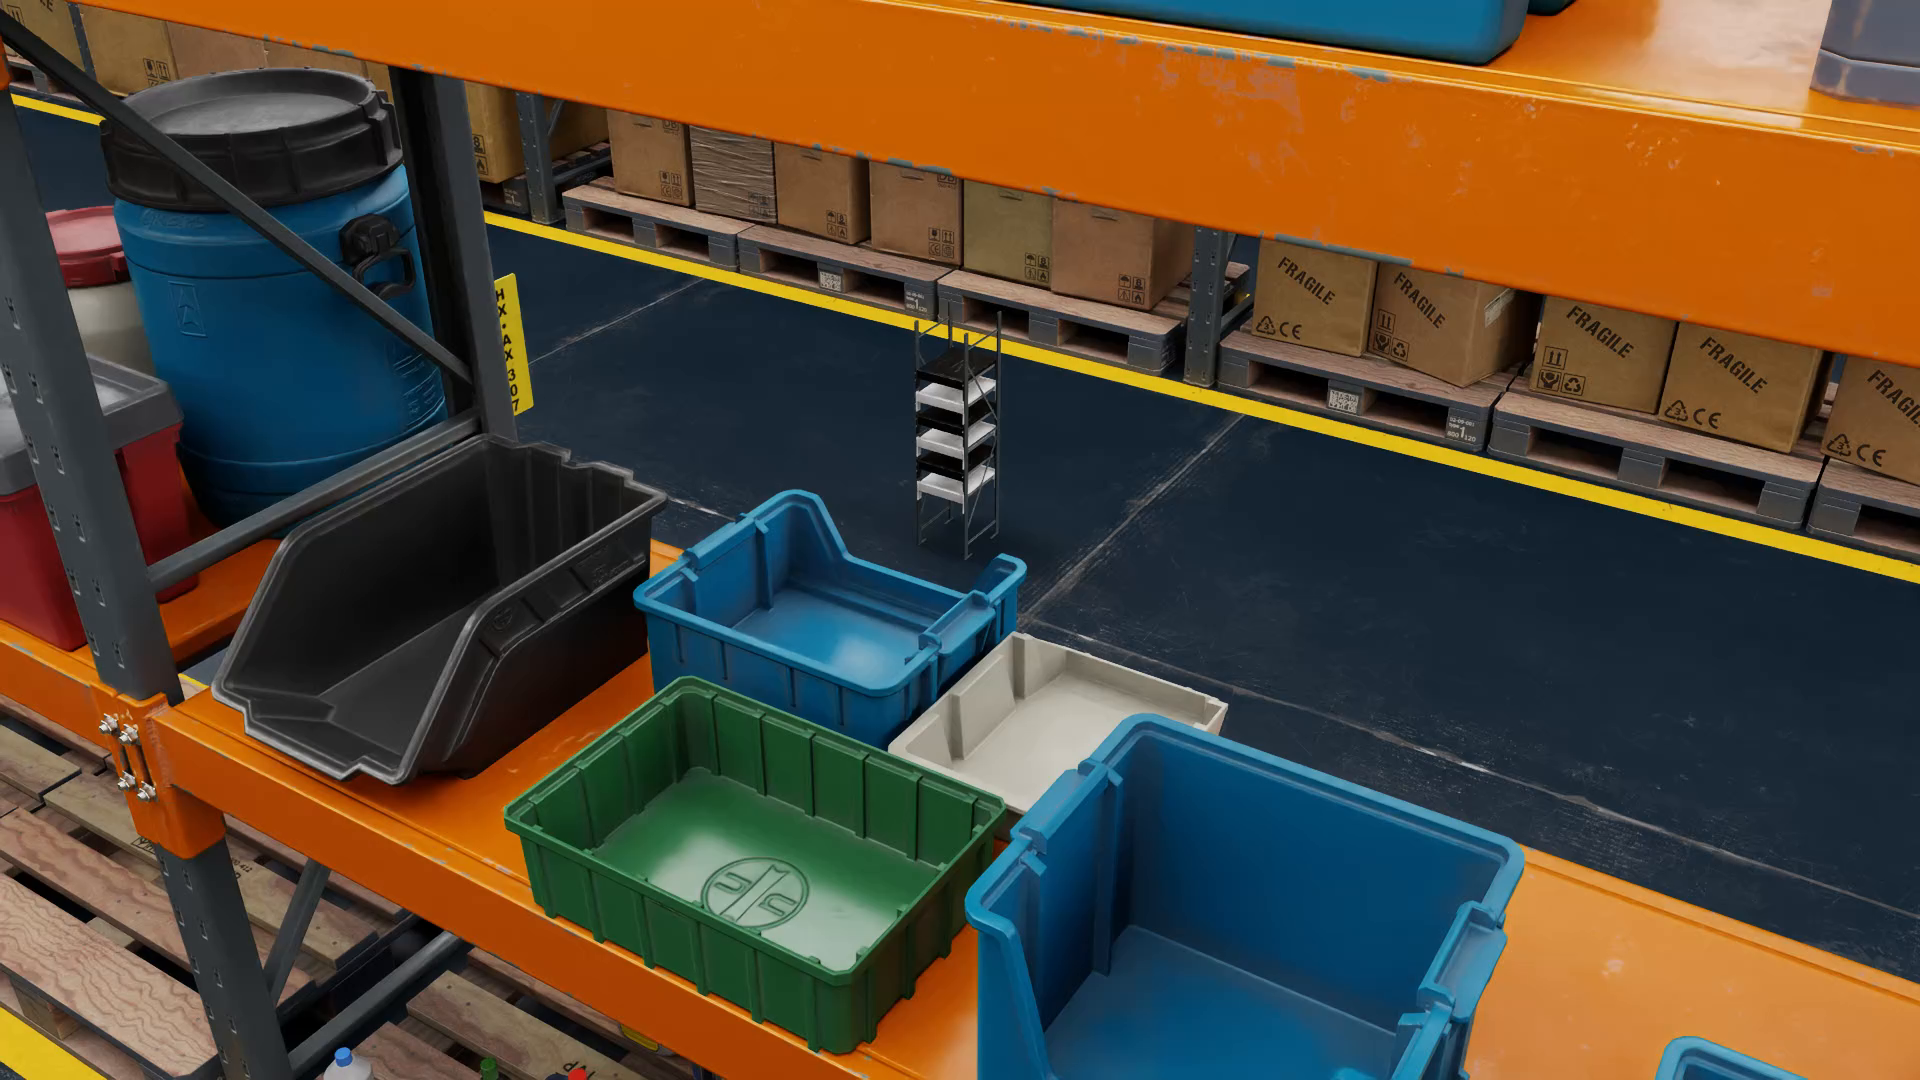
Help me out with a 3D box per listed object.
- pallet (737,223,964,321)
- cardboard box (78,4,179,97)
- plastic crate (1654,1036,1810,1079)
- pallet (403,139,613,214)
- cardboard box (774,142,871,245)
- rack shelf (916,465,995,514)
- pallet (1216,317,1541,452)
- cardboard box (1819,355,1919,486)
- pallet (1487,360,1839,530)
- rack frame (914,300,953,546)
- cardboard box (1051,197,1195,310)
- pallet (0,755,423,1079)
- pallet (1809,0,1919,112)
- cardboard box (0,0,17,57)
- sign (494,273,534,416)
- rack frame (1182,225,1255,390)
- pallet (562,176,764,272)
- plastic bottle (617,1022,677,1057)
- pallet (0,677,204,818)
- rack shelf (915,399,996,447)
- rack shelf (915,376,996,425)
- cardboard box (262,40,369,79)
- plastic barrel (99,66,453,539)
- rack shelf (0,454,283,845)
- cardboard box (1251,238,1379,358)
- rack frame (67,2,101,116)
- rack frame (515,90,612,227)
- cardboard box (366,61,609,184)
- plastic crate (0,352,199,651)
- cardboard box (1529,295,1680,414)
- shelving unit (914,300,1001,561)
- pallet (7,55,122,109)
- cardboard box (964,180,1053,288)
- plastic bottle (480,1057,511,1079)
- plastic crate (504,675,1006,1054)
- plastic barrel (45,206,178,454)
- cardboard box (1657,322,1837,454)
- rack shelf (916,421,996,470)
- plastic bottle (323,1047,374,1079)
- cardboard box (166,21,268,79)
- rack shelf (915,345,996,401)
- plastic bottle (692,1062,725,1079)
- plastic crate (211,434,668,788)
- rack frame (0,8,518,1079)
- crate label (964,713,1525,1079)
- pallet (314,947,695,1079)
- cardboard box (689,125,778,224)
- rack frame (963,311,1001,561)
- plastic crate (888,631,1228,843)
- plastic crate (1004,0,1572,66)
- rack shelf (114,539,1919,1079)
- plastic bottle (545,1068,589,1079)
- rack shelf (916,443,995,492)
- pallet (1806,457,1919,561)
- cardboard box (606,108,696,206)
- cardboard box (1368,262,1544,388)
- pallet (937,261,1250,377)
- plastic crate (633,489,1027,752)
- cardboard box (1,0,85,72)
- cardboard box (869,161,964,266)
[{"bbox_3d":[-0.383,-1.523,8.651,1.213,0.211,1.003,18,35,27],"label":"pallet"},{"bbox_3d":[-4.908,-3.437,10.856,0.875,0.875,1.225,18,35,27],"label":"cardboard box"},{"bbox_3d":[0.940,0.874,1.923,0.408,0.251,0.499,18,35,27],"label":"plastic crate"},{"bbox_3d":[-2.701,-2.304,9.989,1.213,0.211,1.003,18,35,27],"label":"pallet"},{"bbox_3d":[-0.534,-1.912,8.595,0.500,0.500,0.700,21,36,31],"label":"cardboard box"},{"bbox_3d":[-0.007,-0.207,6.134,0.200,0.077,0.258,18,35,27],"label":"rack shelf"},{"bbox_3d":[1.902,-0.824,7.453,1.213,0.211,1.003,18,35,27],"label":"pallet"},{"bbox_3d":[3.658,-0.543,6.268,0.500,0.500,0.500,-25,38,-36],"label":"cardboard box"},{"bbox_3d":[2.940,-0.497,6.893,1.213,0.211,1.003,18,35,27],"label":"pallet"},{"bbox_3d":[-0.093,-0.418,6.074,0.006,0.900,0.240,18,35,27],"label":"rack frame"},{"bbox_3d":[0.806,-1.477,7.849,0.500,0.500,0.700,15,33,24],"label":"cardboard box"},{"bbox_3d":[-2.004,0.931,4.444,1.213,0.211,1.003,18,35,27],"label":"pallet"},{"bbox_3d":[1.421,-0.485,1.315,1.213,0.211,1.003,18,35,27],"label":"pallet"},{"bbox_3d":[-6.740,-4.052,11.911,0.875,0.875,0.875,18,35,27],"label":"cardboard box"},{"bbox_3d":[-1.016,-0.431,3.737,0.005,0.325,0.100,18,35,27],"label":"sign"},{"bbox_3d":[1.315,-2.193,7.032,0.127,3.000,1.000,18,35,27],"label":"rack frame"},{"bbox_3d":[-1.412,-1.850,9.212,1.213,0.211,1.003,18,35,27],"label":"pallet"},{"bbox_3d":[-0.696,0.986,3.775,0.185,0.351,0.144,18,35,27],"label":"plastic bottle"},{"bbox_3d":[-3.042,0.605,5.003,1.213,0.211,1.003,18,35,27],"label":"pallet"},{"bbox_3d":[-0.007,-0.440,5.998,0.200,0.077,0.258,18,35,27],"label":"rack shelf"},{"bbox_3d":[-0.007,-0.518,5.953,0.200,0.077,0.258,18,35,27],"label":"rack shelf"},{"bbox_3d":[-3.397,-2.964,10.046,0.875,0.875,1.225,18,35,27],"label":"cardboard box"},{"bbox_3d":[-1.484,-0.528,3.682,0.708,0.901,0.600,18,35,27],"label":"plastic barrel"},{"bbox_3d":[-3.012,-0.304,4.509,4.000,0.370,1.077,18,35,27],"label":"rack shelf"},{"bbox_3d":[1.632,-1.171,7.344,0.500,0.500,0.500,16,34,26],"label":"cardboard box"},{"bbox_3d":[-5.461,-4.336,10.706,0.127,3.000,1.000,18,35,27],"label":"rack frame"},{"bbox_3d":[-2.073,-3.265,8.869,0.127,3.000,1.000,18,35,27],"label":"rack frame"},{"bbox_3d":[-2.646,-2.722,9.631,0.875,0.875,1.225,16,34,25],"label":"cardboard box"},{"bbox_3d":[-1.891,-0.106,3.391,0.583,0.464,0.402,18,35,27],"label":"plastic crate"},{"bbox_3d":[2.689,-0.888,6.859,0.500,0.500,0.500,14,33,23],"label":"cardboard box"},{"bbox_3d":[-0.007,-0.391,6.027,0.210,0.900,0.258,18,35,27],"label":"shelving unit"},{"bbox_3d":[-6.063,-3.369,11.815,1.213,0.211,1.003,18,35,27],"label":"pallet"},{"bbox_3d":[0.412,-1.613,8.082,0.500,0.500,0.700,17,34,27],"label":"cardboard box"},{"bbox_3d":[-0.937,1.206,3.465,0.133,0.283,0.061,18,35,27],"label":"plastic bottle"},{"bbox_3d":[-0.319,0.496,2.633,0.662,0.188,0.450,18,35,27],"label":"plastic crate"},{"bbox_3d":[-2.012,-0.488,3.975,0.433,0.535,0.433,0,30,0],"label":"plastic barrel"},{"bbox_3d":[3.138,-0.719,6.570,0.500,0.500,0.500,21,36,32],"label":"cardboard box"},{"bbox_3d":[-0.007,-0.362,6.044,0.200,0.077,0.258,18,35,27],"label":"rack shelf"},{"bbox_3d":[-1.281,1.182,3.519,0.097,0.271,0.097,0,30,0],"label":"plastic bottle"},{"bbox_3d":[-4.151,-3.198,10.447,0.875,0.875,1.225,16,34,26],"label":"cardboard box"},{"bbox_3d":[-0.007,-0.595,5.908,0.200,0.077,0.258,18,35,27],"label":"rack shelf"},{"bbox_3d":[-0.515,1.078,3.692,0.135,0.276,0.152,18,35,27],"label":"plastic bottle"},{"bbox_3d":[-0.942,0.142,3.091,0.504,0.338,0.767,18,35,27],"label":"plastic crate"},{"bbox_3d":[-1.318,-0.079,3.409,0.127,3.000,1.000,18,35,27],"label":"rack frame"},{"bbox_3d":[0.367,0.599,2.211,0.616,0.435,0.502,18,35,27],"label":"crate label"},{"bbox_3d":[-0.772,1.323,3.773,1.213,0.211,1.003,18,35,27],"label":"pallet"},{"bbox_3d":[-1.018,-2.061,8.850,0.500,0.500,0.700,15,33,23],"label":"cardboard box"},{"bbox_3d":[0.079,-0.364,5.980,0.006,0.900,0.240,18,35,27],"label":"rack frame"},{"bbox_3d":[0.192,0.362,2.915,0.437,0.136,0.530,18,35,27],"label":"plastic crate"},{"bbox_3d":[0.294,-0.679,1.476,0.575,0.384,0.392,18,35,27],"label":"plastic crate"},{"bbox_3d":[0.376,0.767,2.672,4.000,0.370,1.077,18,35,27],"label":"rack shelf"},{"bbox_3d":[-0.779,1.207,3.397,0.185,0.351,0.144,18,35,27],"label":"plastic bottle"},{"bbox_3d":[-0.007,-0.284,6.089,0.200,0.077,0.258,18,35,27],"label":"rack shelf"},{"bbox_3d":[3.969,-0.170,6.332,1.213,0.211,1.003,18,35,27],"label":"pallet"},{"bbox_3d":[-1.495,-2.204,9.095,0.500,0.500,0.700,16,34,25],"label":"cardboard box"},{"bbox_3d":[2.122,-1.020,7.086,0.500,0.500,0.500,-23,37,-33],"label":"cardboard box"},{"bbox_3d":[0.655,-1.197,8.092,1.213,0.211,1.003,18,35,27],"label":"pallet"},{"bbox_3d":[-0.237,0.166,3.137,0.616,0.251,0.499,18,35,27],"label":"plastic crate"},{"bbox_3d":[-5.977,-3.811,11.497,0.875,0.875,0.875,18,35,27],"label":"cardboard box"},{"bbox_3d":[-0.062,-1.763,8.339,0.500,0.500,0.700,14,33,23],"label":"cardboard box"}]
